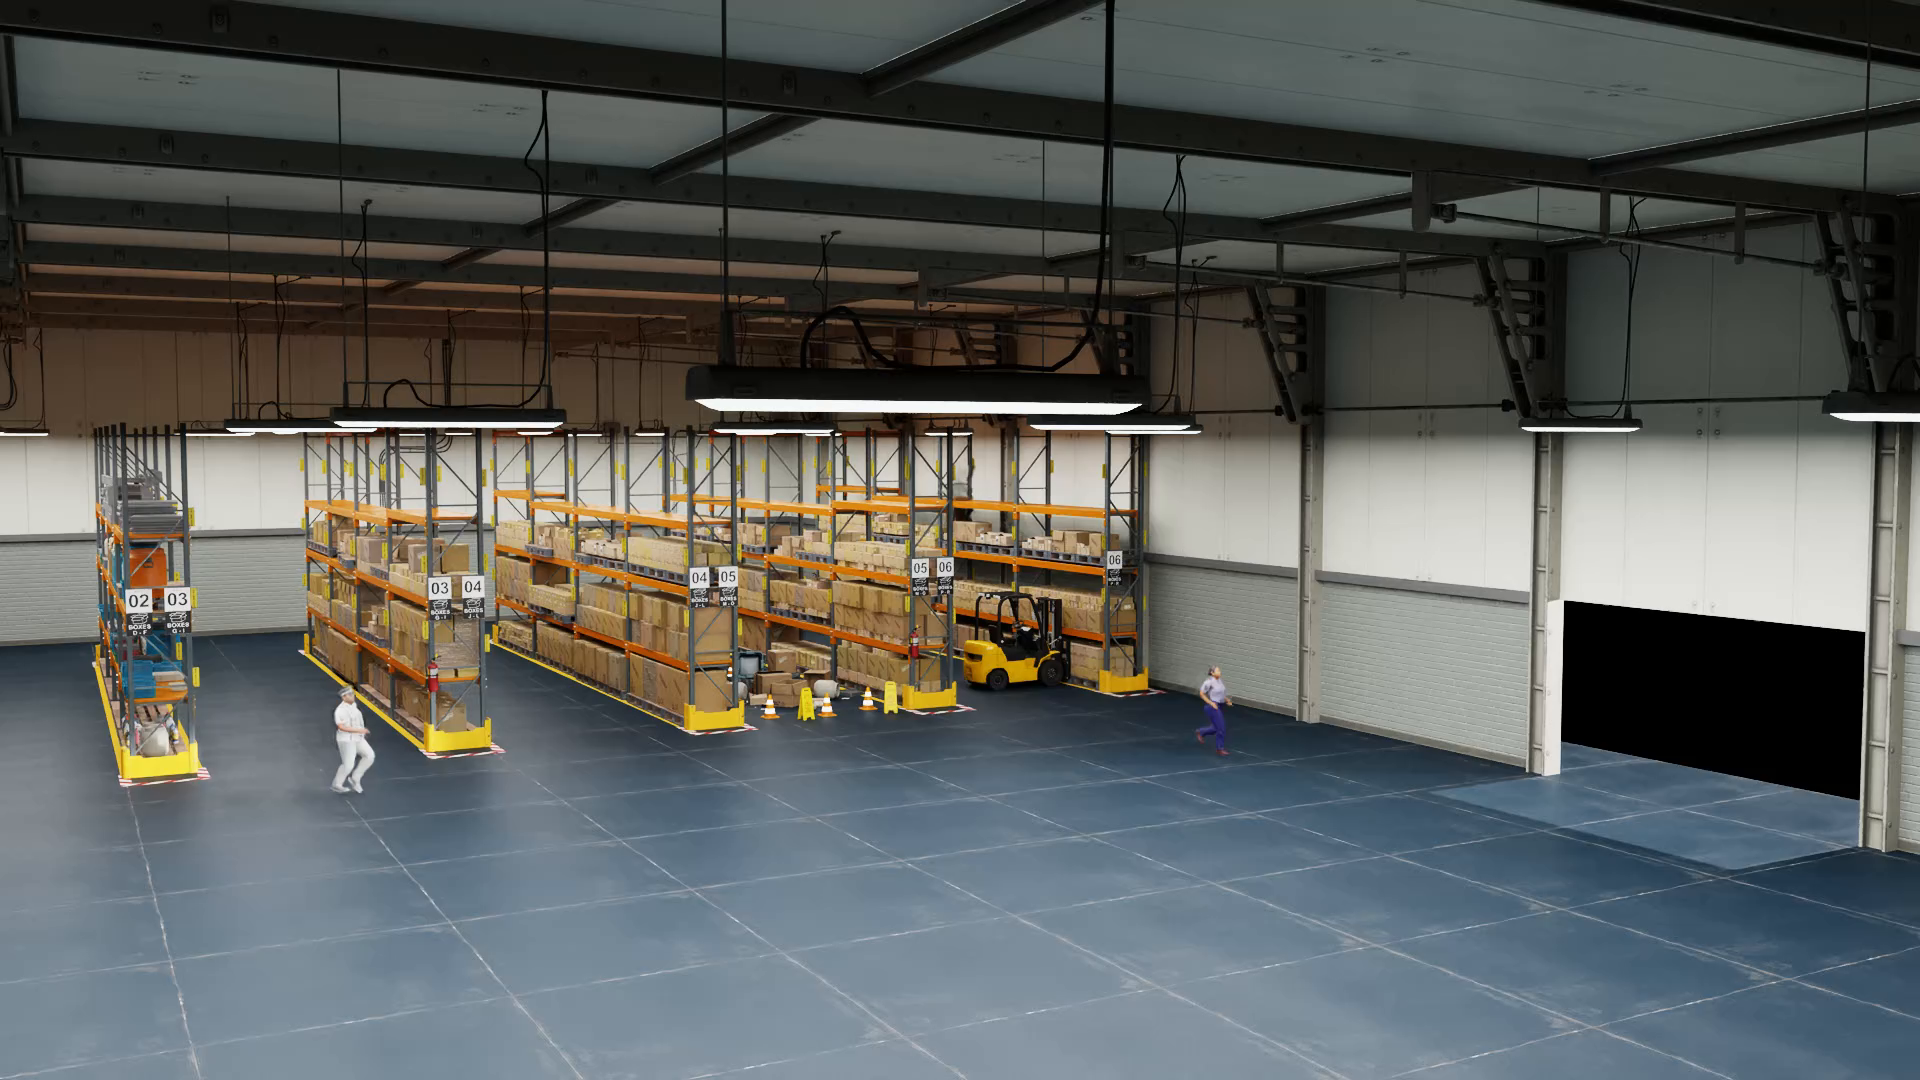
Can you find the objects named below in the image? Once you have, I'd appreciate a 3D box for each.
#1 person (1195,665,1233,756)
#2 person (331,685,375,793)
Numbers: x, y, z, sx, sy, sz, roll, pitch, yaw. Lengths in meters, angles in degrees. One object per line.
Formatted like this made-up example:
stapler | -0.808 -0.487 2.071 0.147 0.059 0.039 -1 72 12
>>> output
person | 4.611 3.100 30.313 0.724 1.620 0.607 2 4 33
person | -9.831 3.230 26.890 0.694 1.784 0.673 1 3 9
